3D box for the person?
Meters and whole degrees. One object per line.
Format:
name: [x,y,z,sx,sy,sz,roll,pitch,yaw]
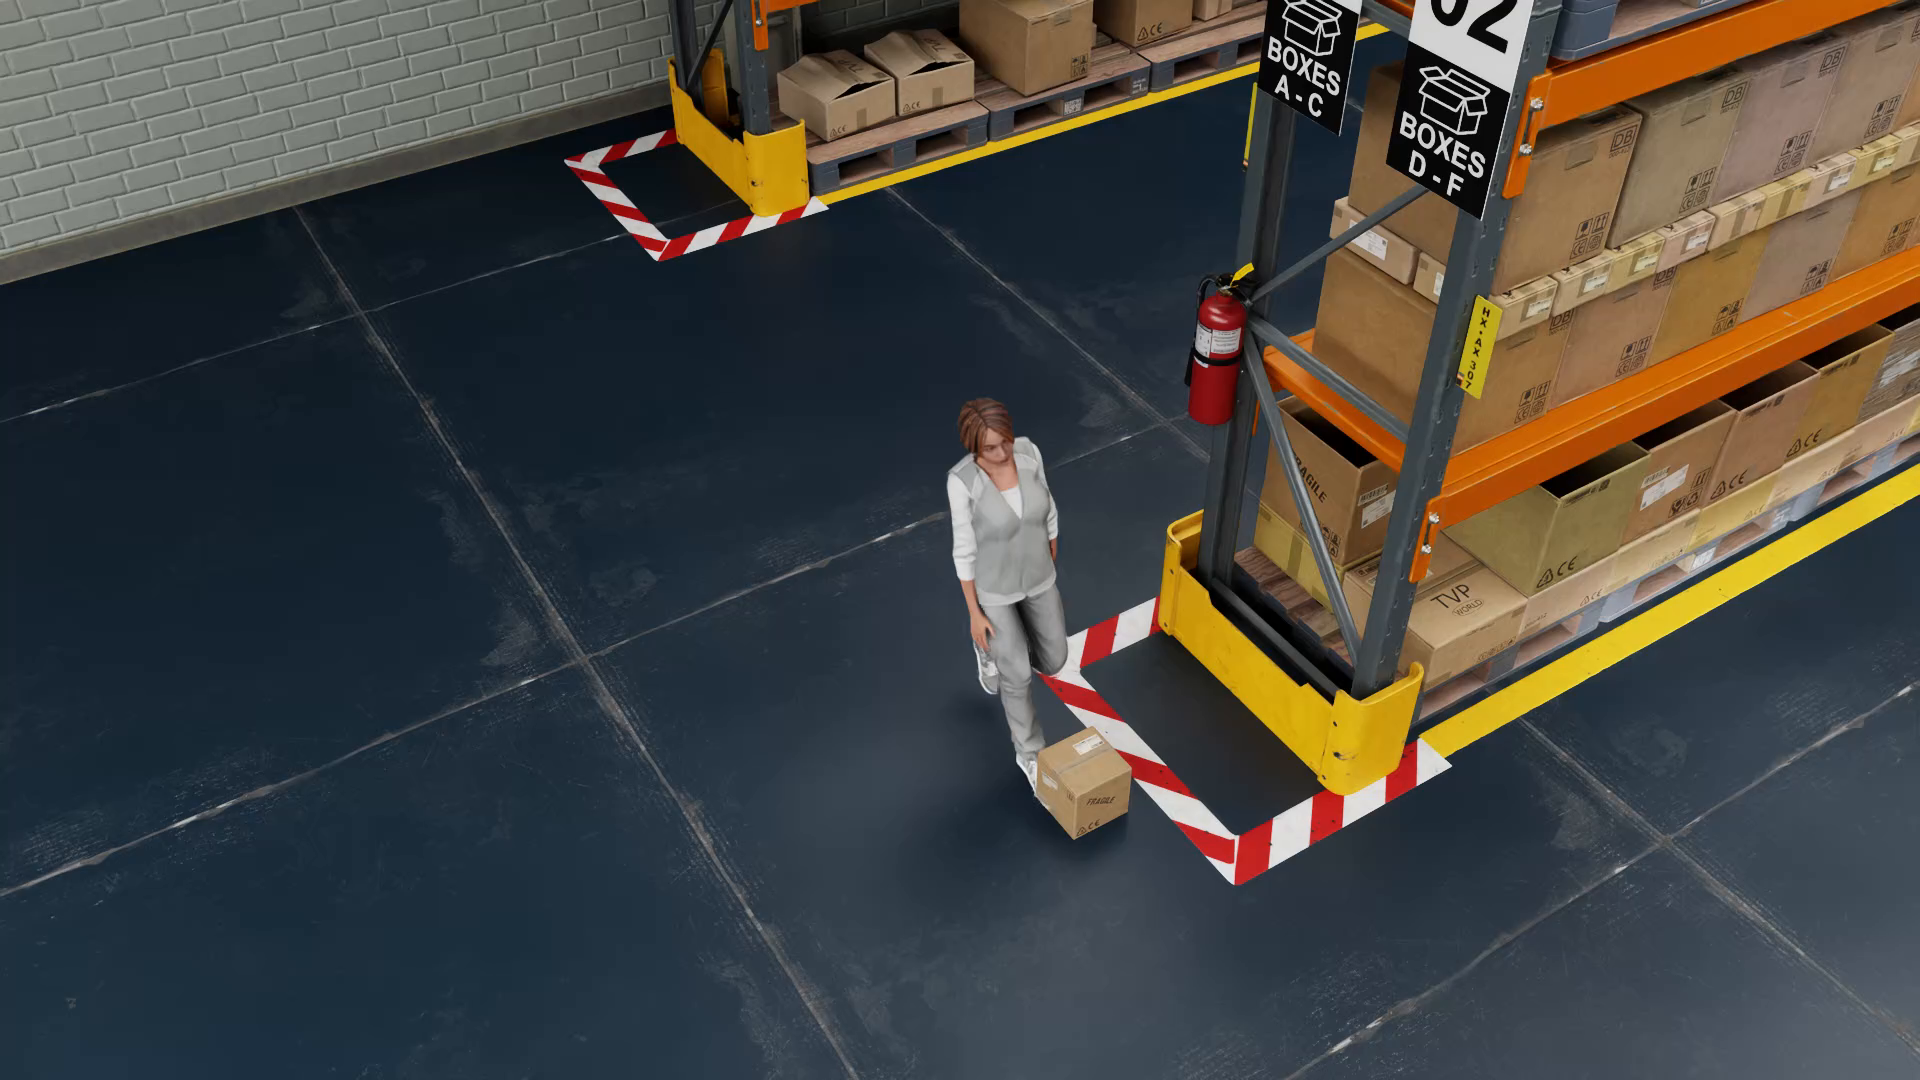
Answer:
person: [0.219,0.195,5.978,0.453,1.563,0.694,-21,45,-22]
